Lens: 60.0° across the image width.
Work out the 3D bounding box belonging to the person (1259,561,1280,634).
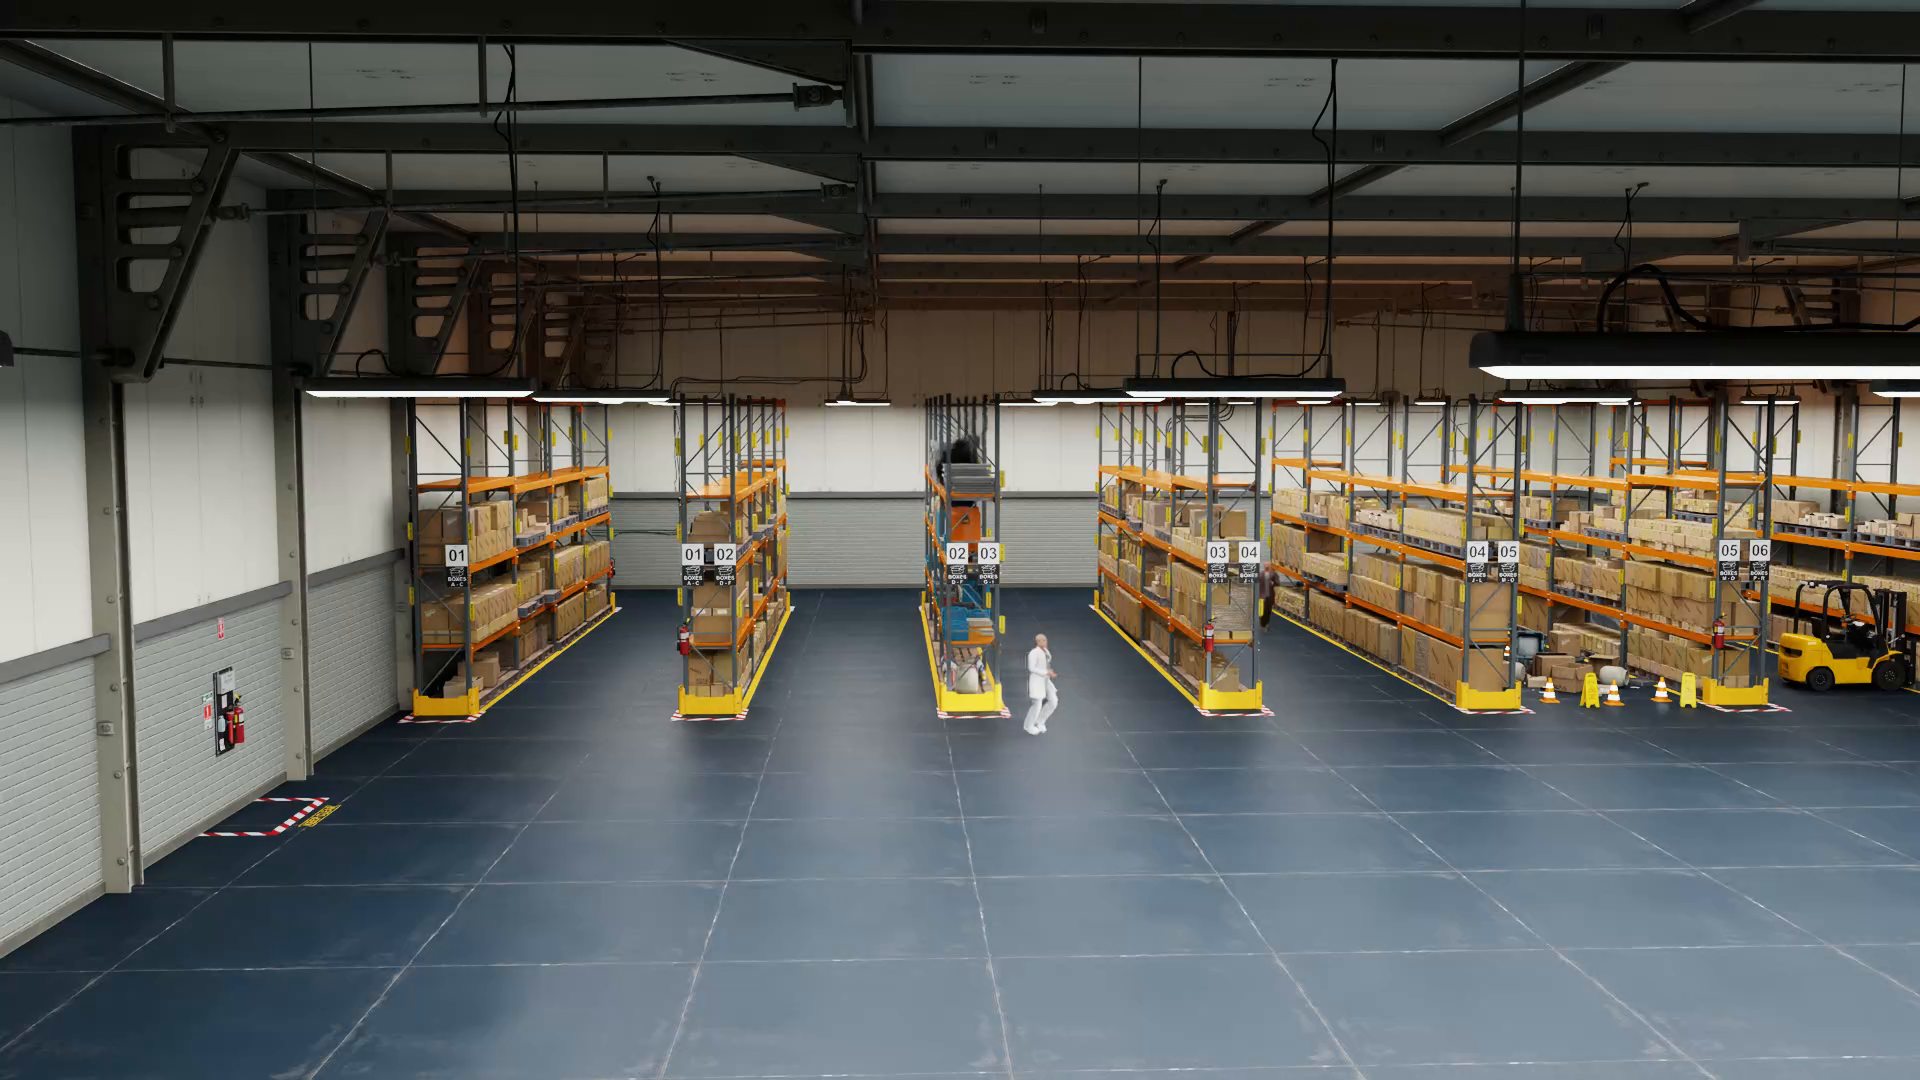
[{"bbox_3d":[7.868,1.452,42.713,0.680,1.836,0.898,0,5,-1],"label":"person"}]

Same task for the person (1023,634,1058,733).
[{"bbox_3d":[1.455,2.543,29.271,0.736,1.787,0.735,4,6,38],"label":"person"}]

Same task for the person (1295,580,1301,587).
[{"bbox_3d":[10.072,1.094,48.897,0.514,1.527,0.558,3,6,36],"label":"person"}]
